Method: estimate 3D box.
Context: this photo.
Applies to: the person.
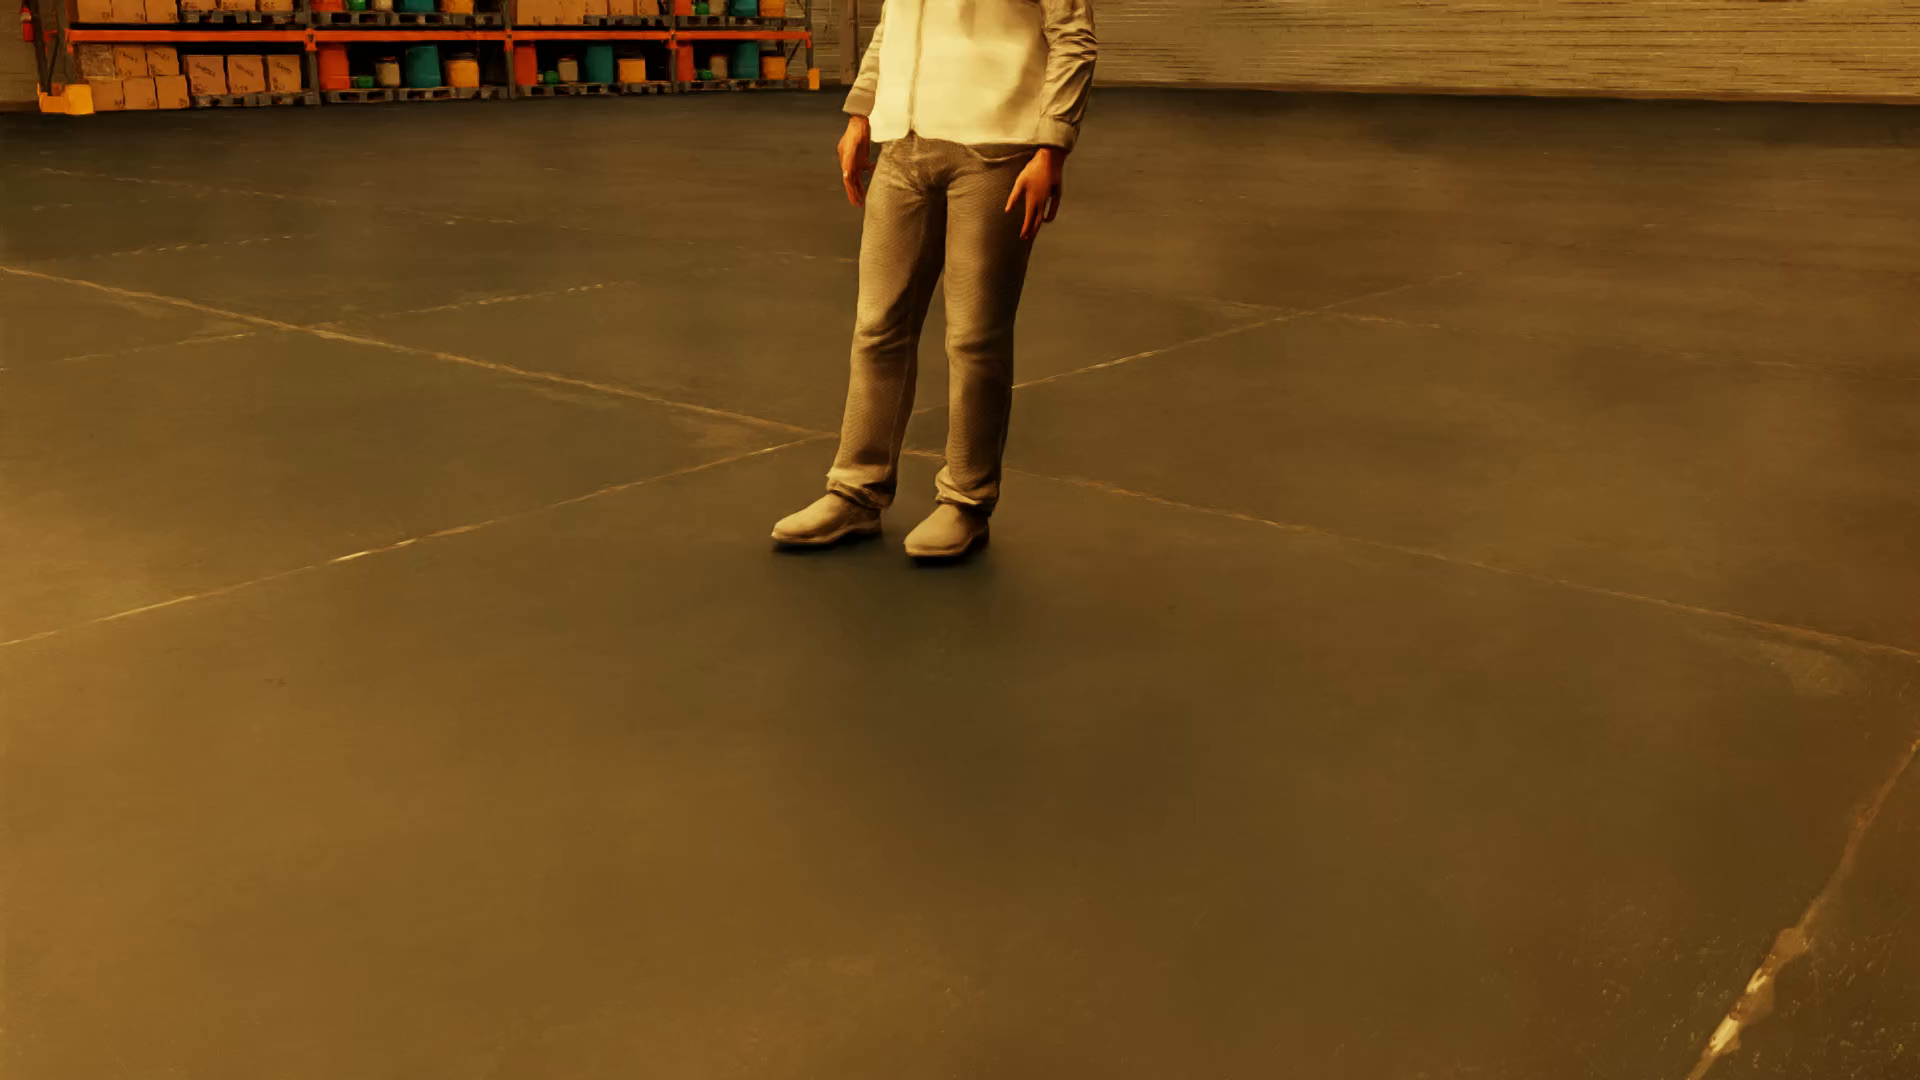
[{"bbox_3d":[-0.046,-0.843,3.641,0.631,1.773,0.567,13,21,37],"label":"person"}]
